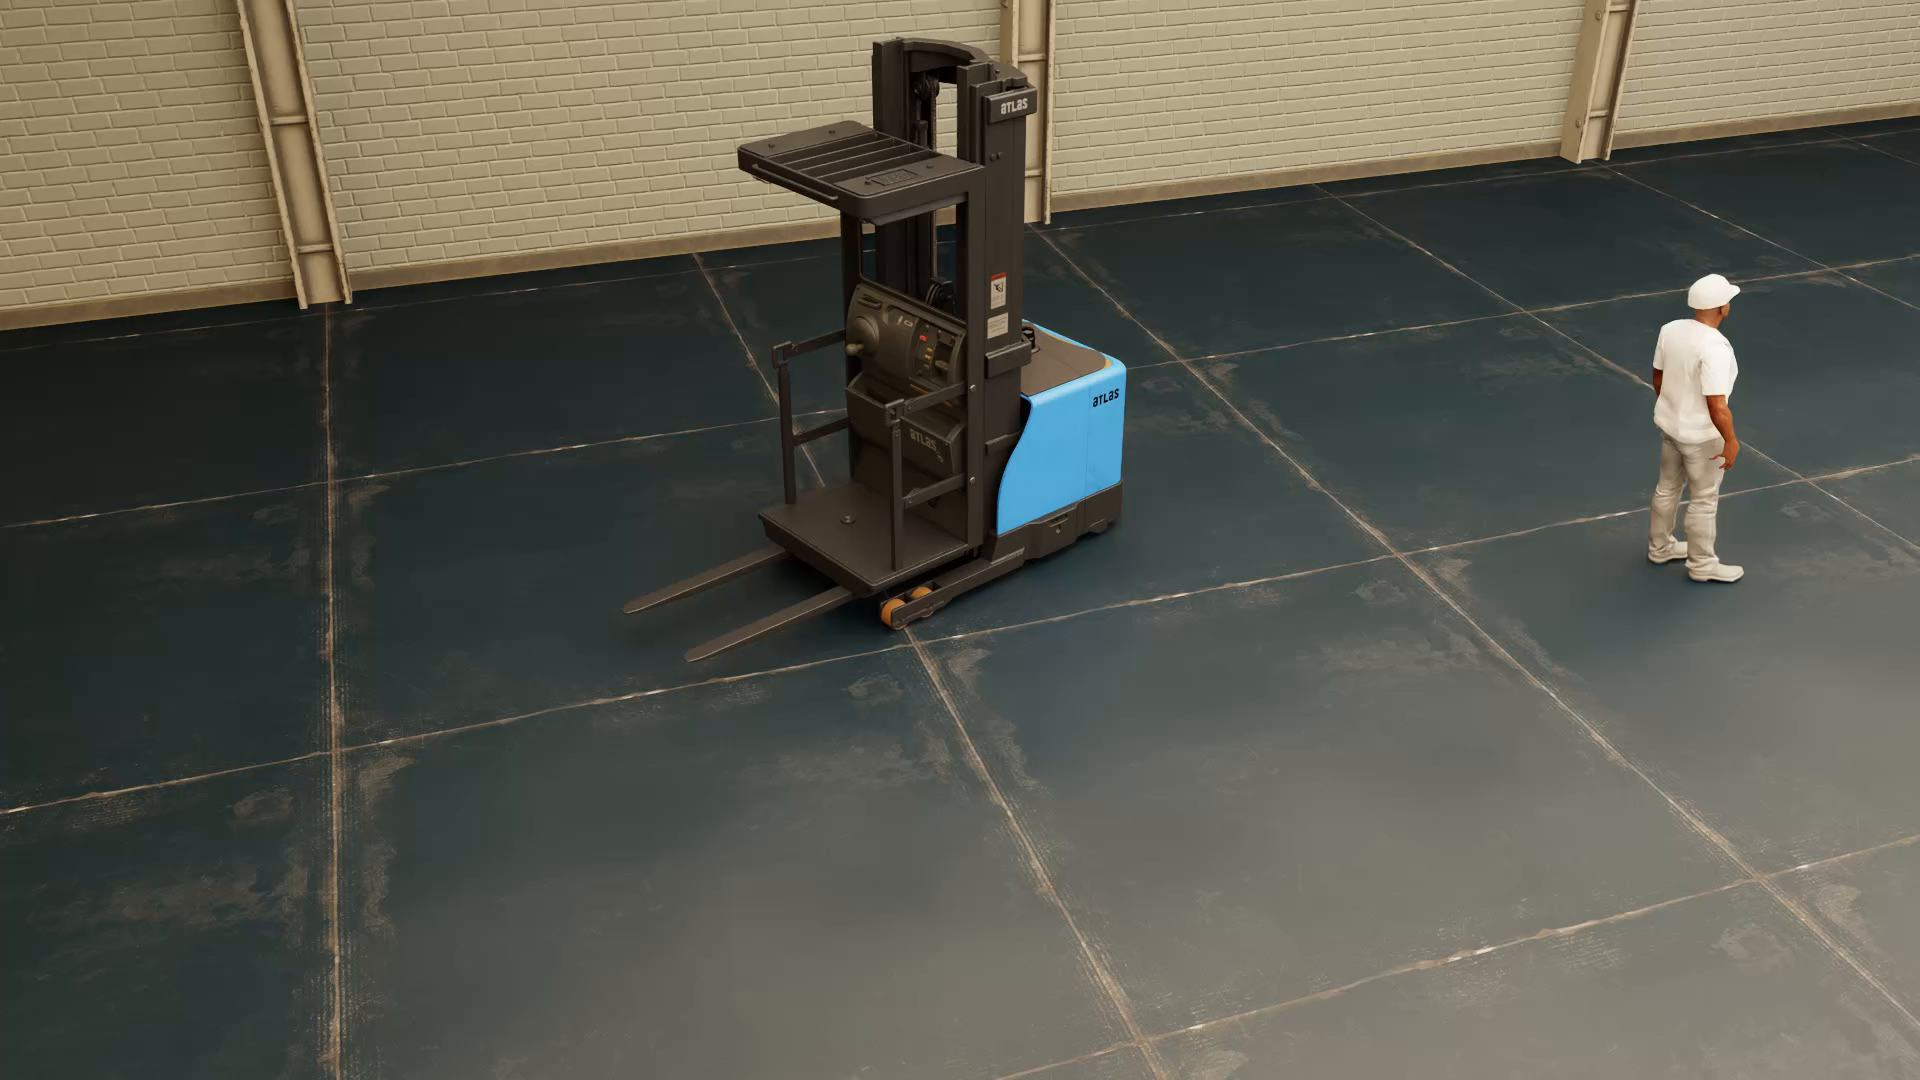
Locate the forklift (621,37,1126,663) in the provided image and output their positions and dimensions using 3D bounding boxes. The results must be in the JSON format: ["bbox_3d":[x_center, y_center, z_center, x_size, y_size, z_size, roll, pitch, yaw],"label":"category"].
[{"bbox_3d":[-0.461,-1.072,8.951,3.031,2.935,1.130,-23,37,-34],"label":"forklift"}]

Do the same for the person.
[{"bbox_3d":[4.191,-0.650,9.370,0.577,1.765,0.666,-6,31,-11],"label":"person"}]
